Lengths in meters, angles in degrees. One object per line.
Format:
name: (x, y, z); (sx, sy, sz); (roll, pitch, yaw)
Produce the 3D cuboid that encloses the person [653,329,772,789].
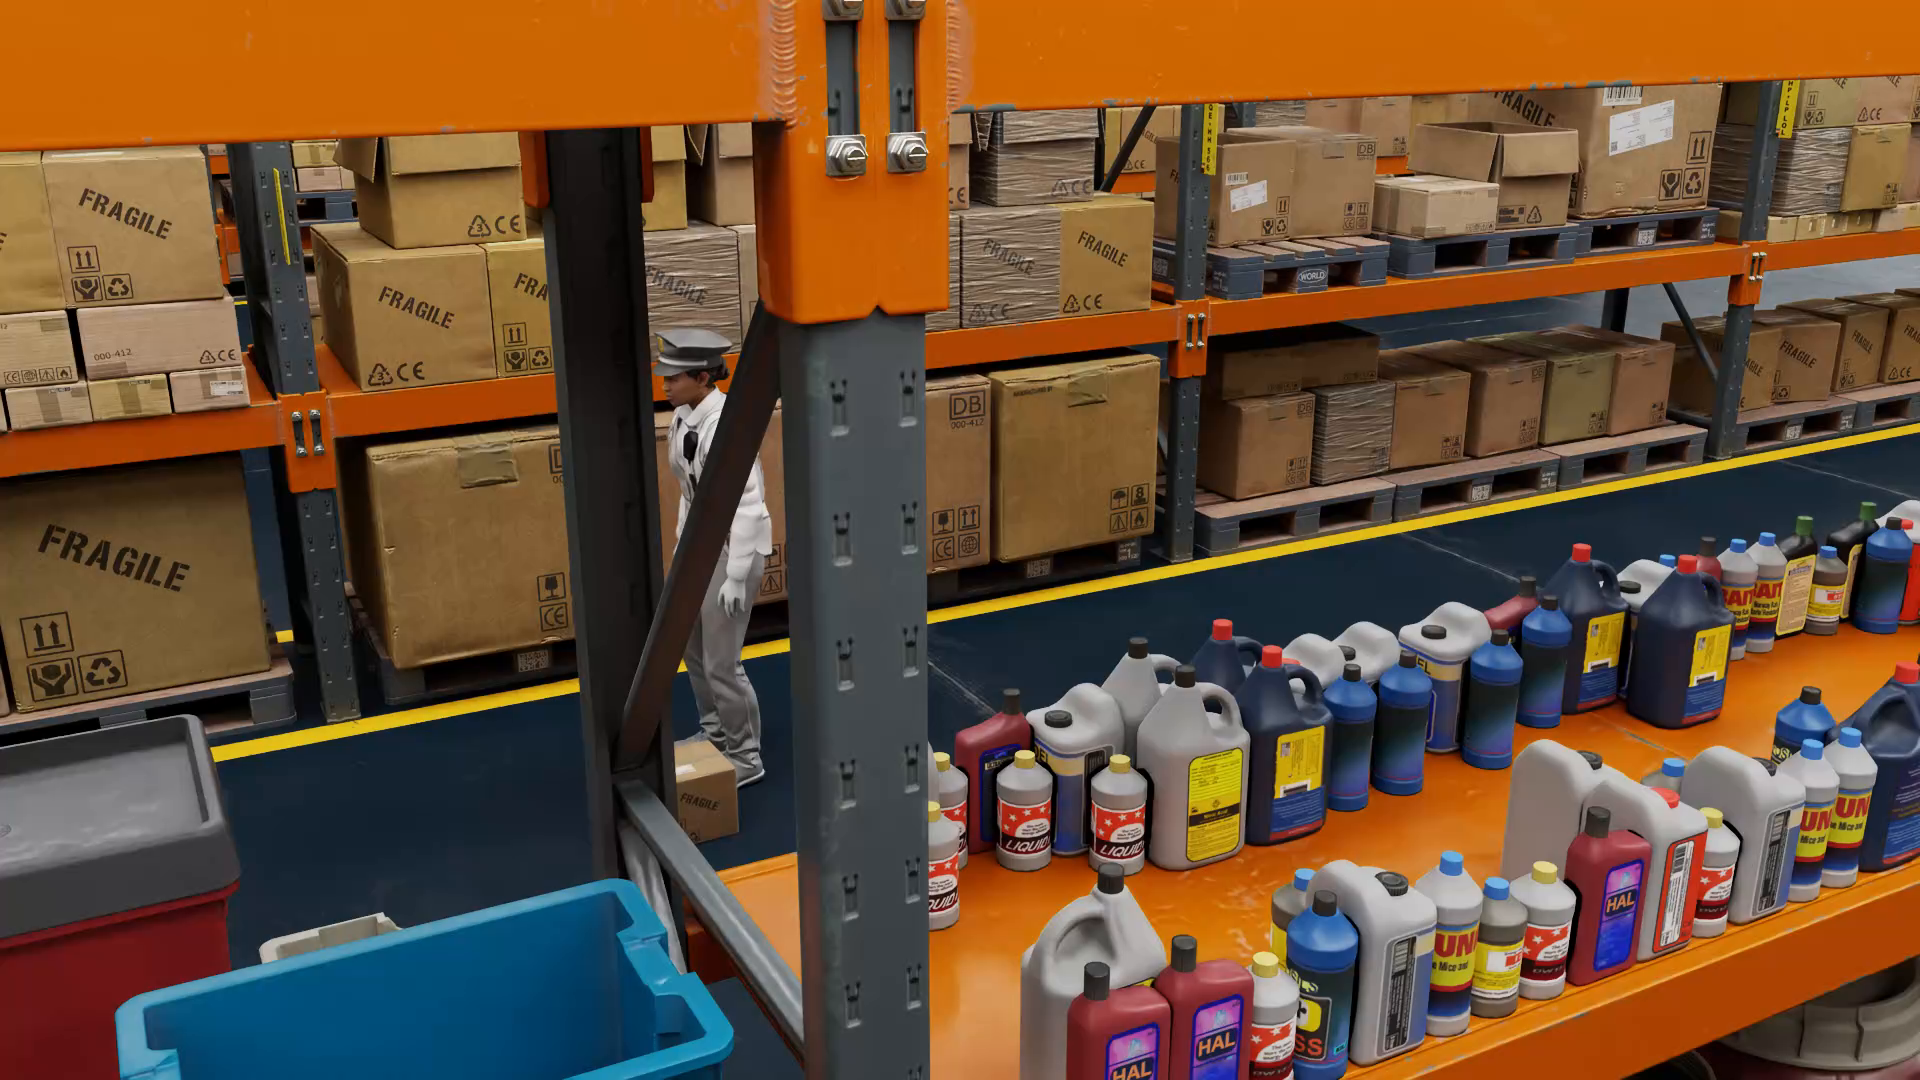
person: (-0.864, 0.073, 5.842); (0.373, 1.661, 0.536); (-10, 21, -28)
